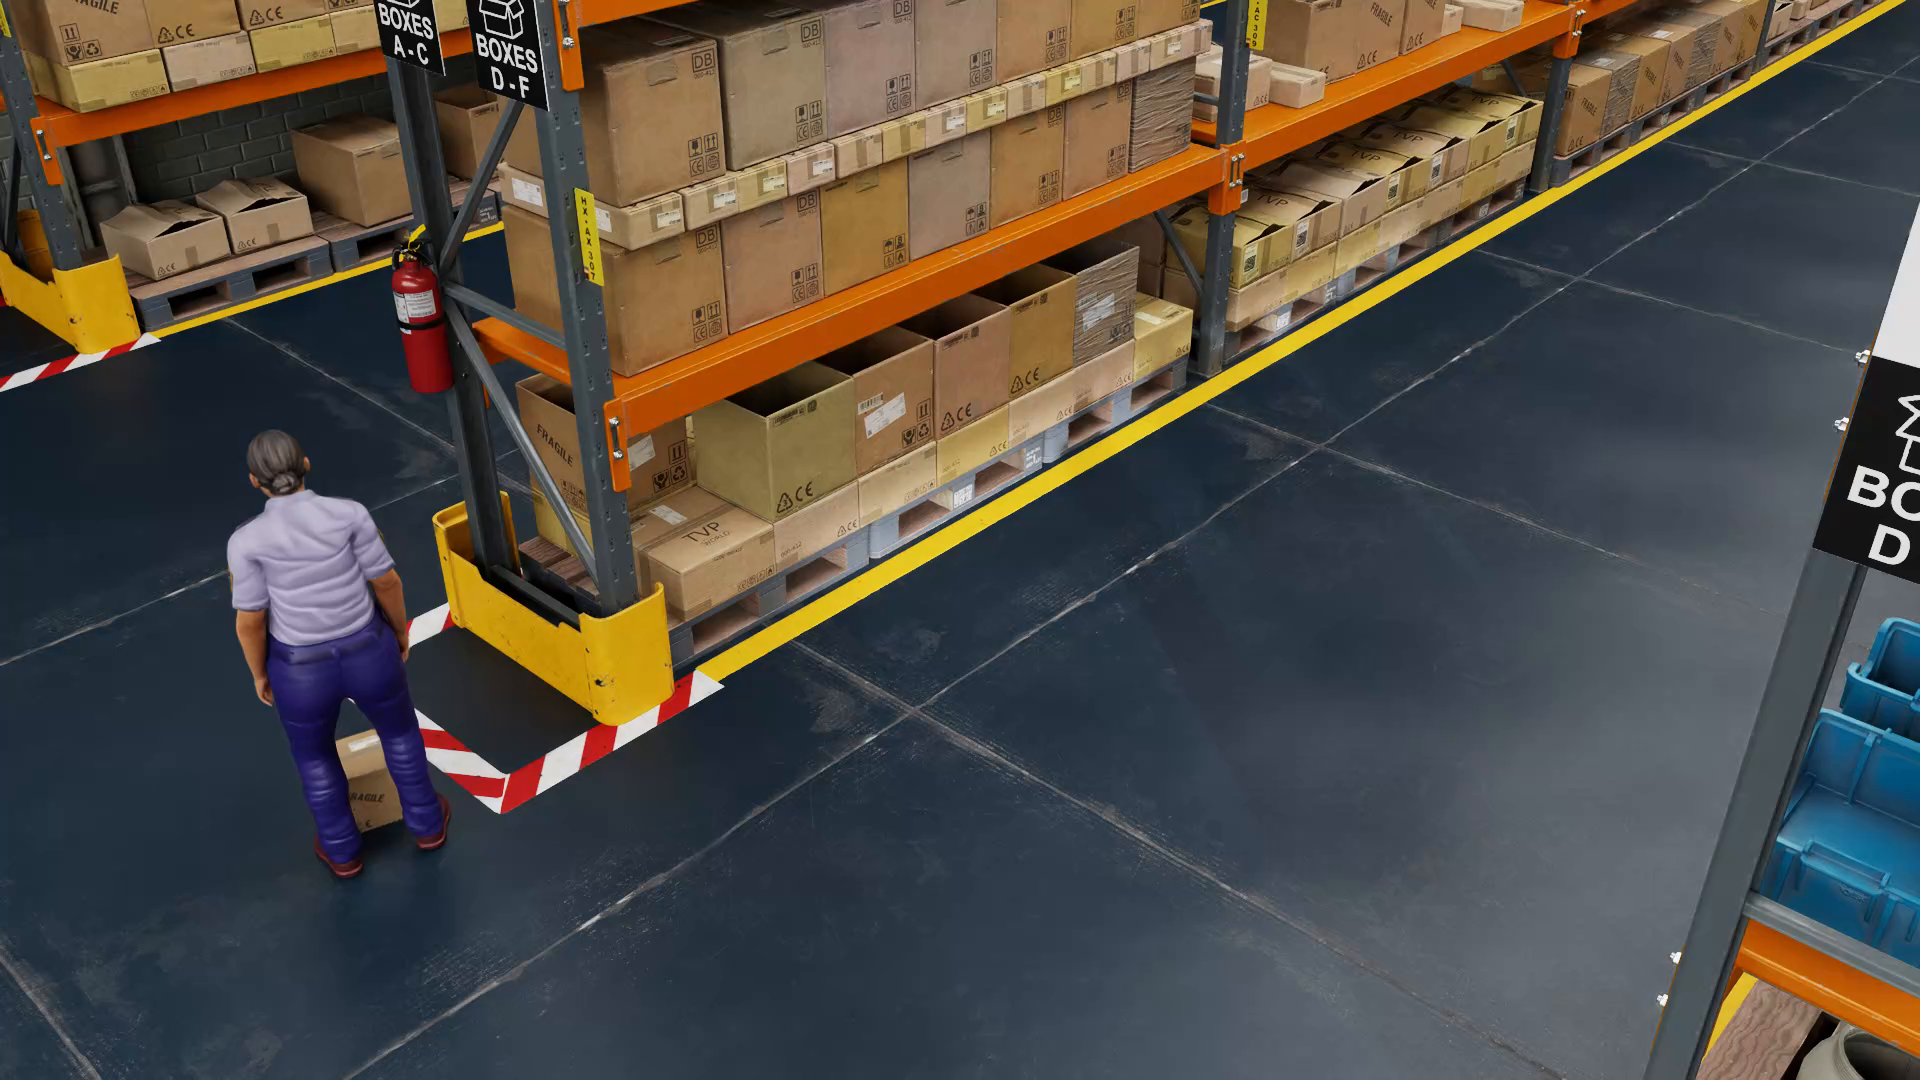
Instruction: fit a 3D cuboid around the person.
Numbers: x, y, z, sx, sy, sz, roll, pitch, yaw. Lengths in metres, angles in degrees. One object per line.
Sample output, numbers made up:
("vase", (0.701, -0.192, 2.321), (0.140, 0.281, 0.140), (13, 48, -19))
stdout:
("person", (-2.062, 0.402, 5.501), (0.543, 1.637, 0.370), (-16, 35, -25))
